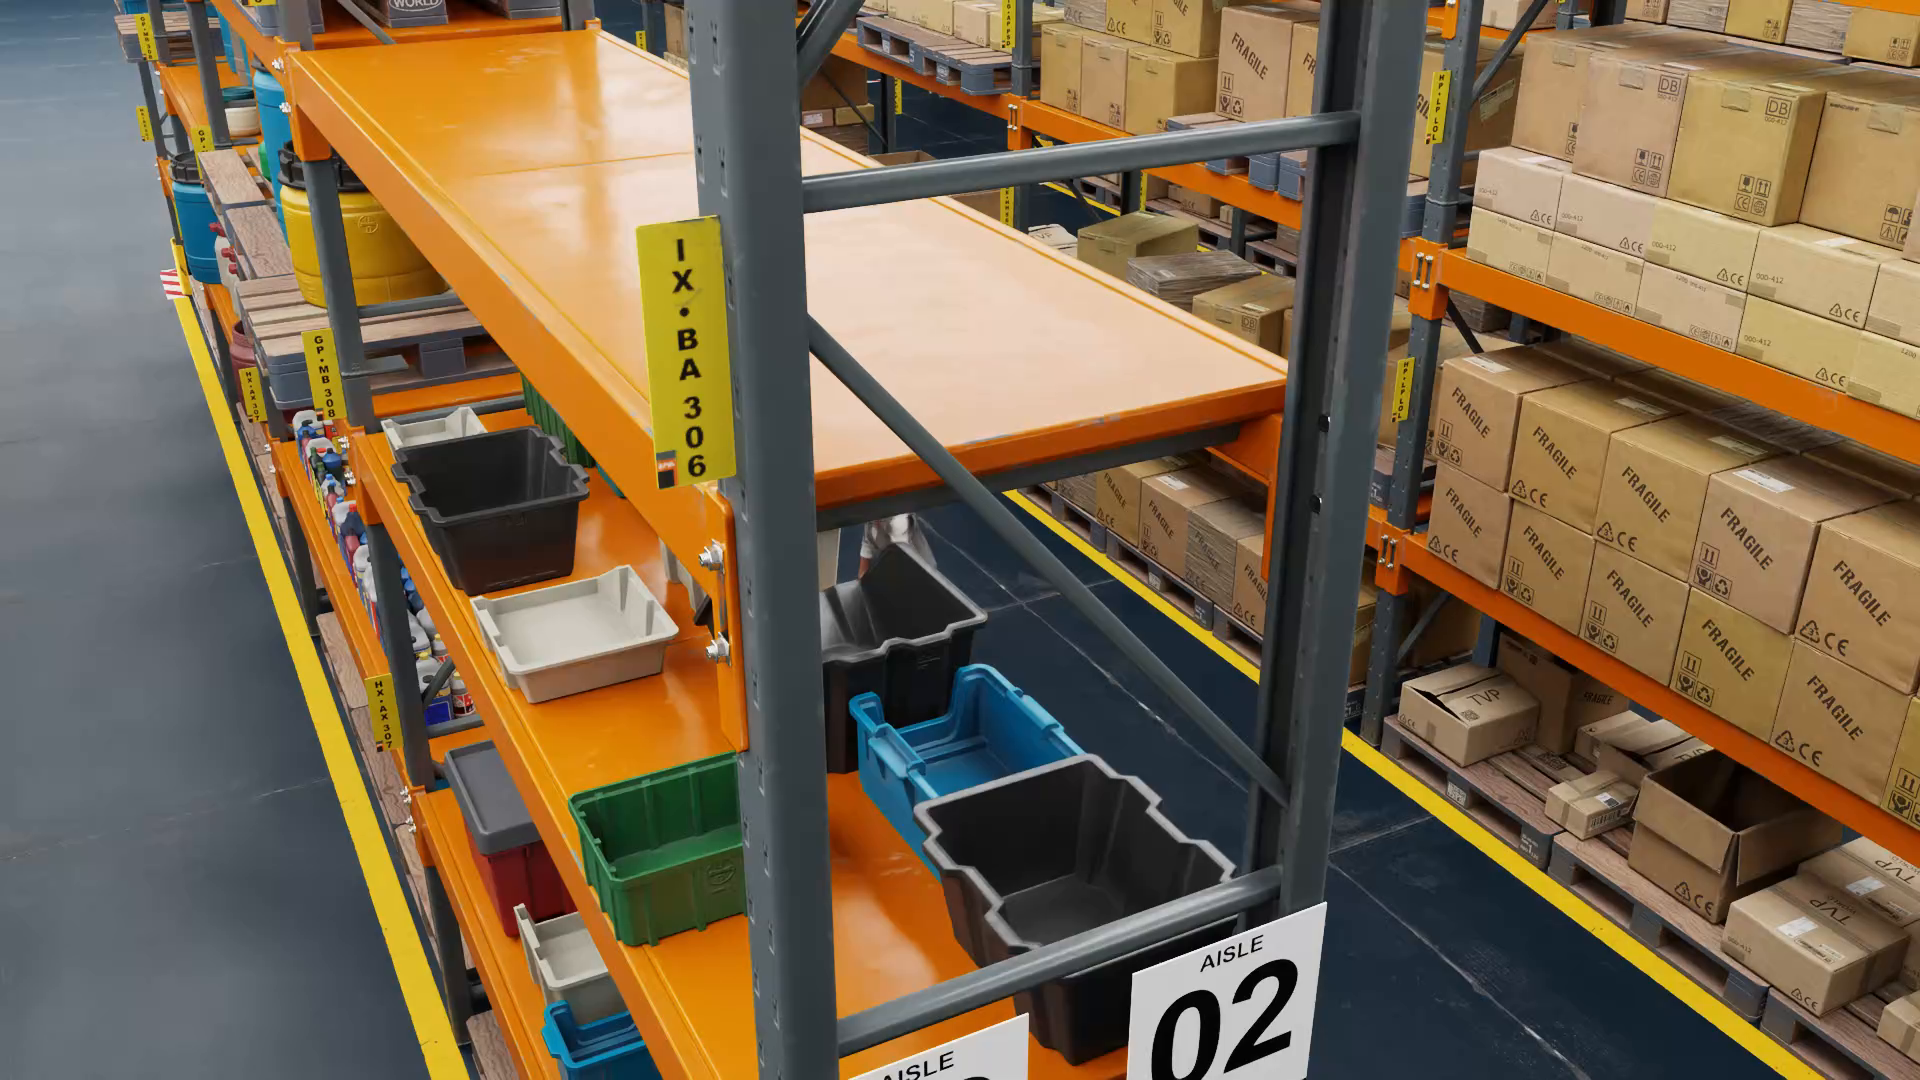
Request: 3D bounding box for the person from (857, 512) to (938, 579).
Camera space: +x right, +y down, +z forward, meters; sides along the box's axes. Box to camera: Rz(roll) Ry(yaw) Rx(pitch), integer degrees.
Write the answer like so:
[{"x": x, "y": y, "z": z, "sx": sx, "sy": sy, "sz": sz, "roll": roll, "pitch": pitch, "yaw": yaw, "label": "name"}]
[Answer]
[{"x": -0.371, "y": 0.273, "z": 9.270, "sx": 0.539, "sy": 1.429, "sz": 0.454, "roll": -13, "pitch": 29, "yaw": -24, "label": "person"}]
